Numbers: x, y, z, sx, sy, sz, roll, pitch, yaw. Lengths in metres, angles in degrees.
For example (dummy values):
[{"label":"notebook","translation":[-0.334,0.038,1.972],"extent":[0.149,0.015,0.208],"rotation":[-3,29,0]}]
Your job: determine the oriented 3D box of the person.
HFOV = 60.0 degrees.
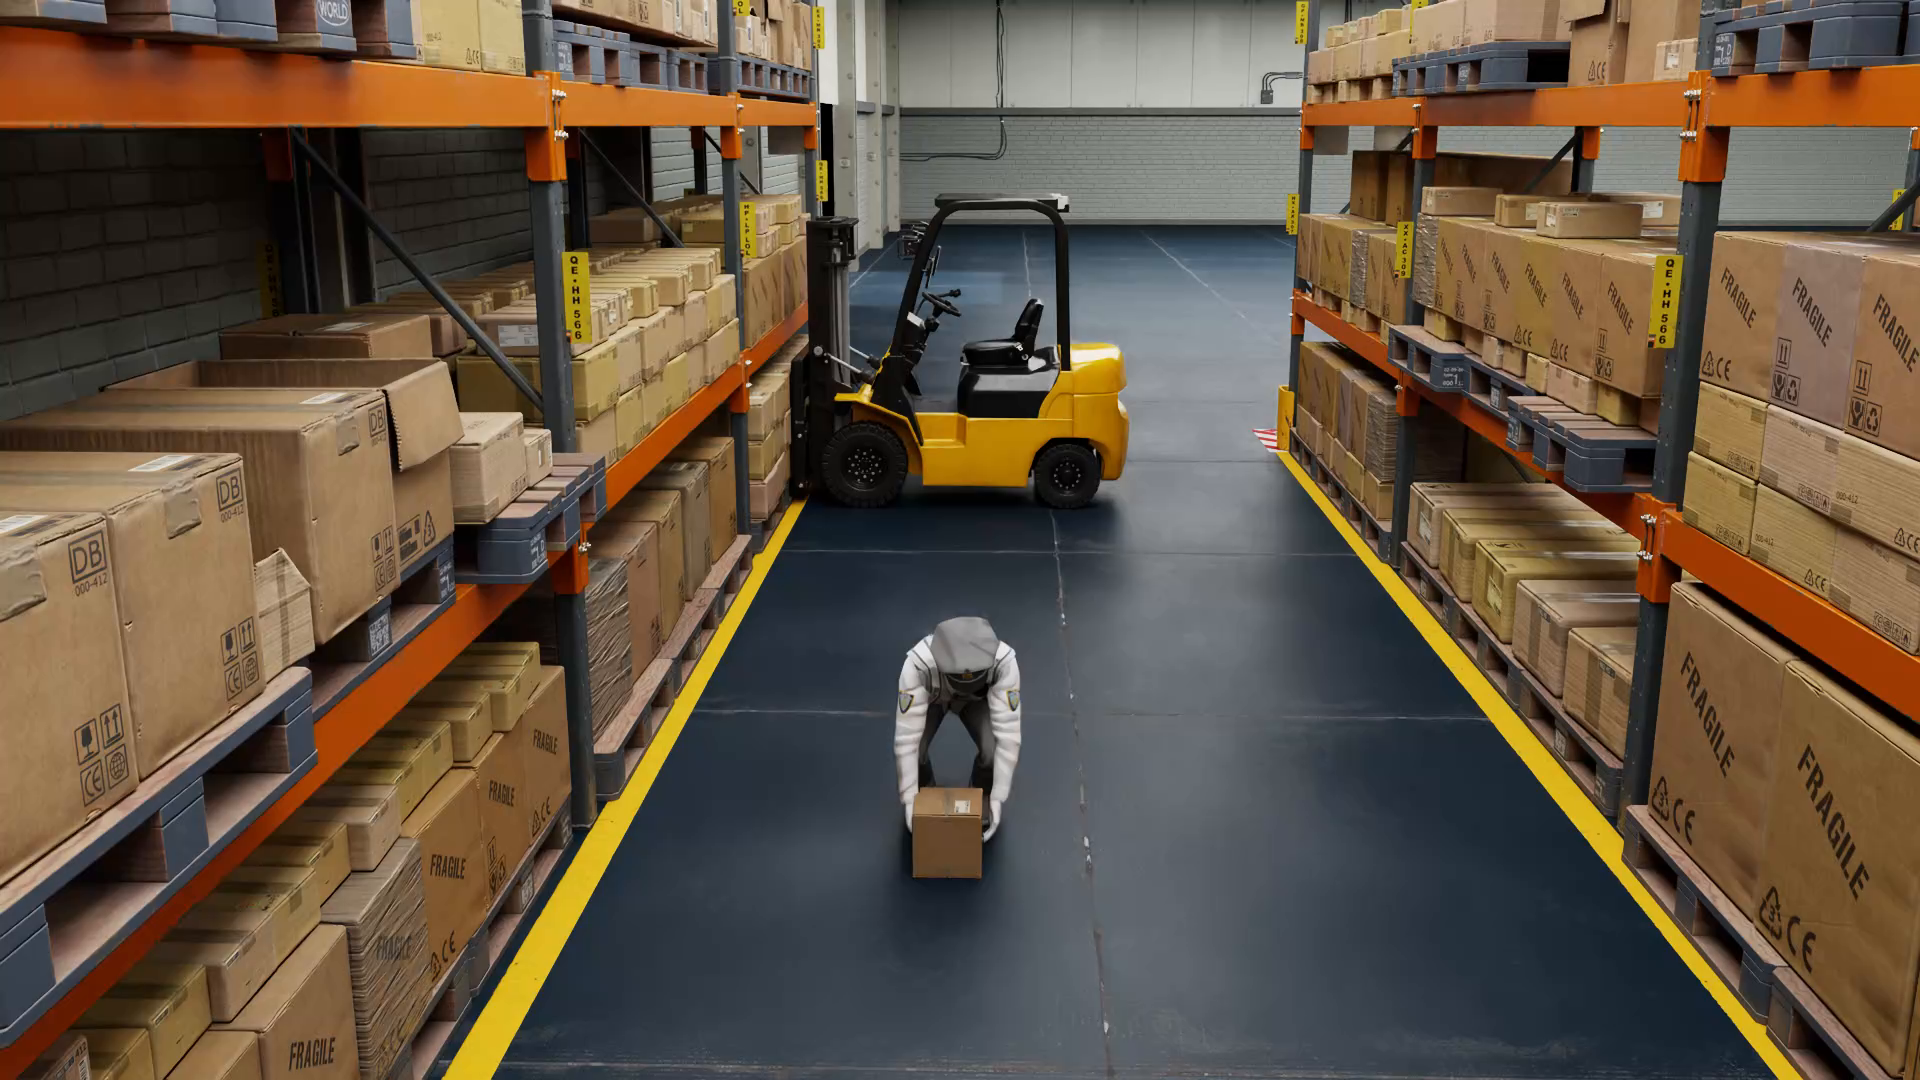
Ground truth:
[{"label":"person","translation":[-0.010,0.677,6.351],"extent":[0.487,0.915,0.853],"rotation":[0,14,1]}]
